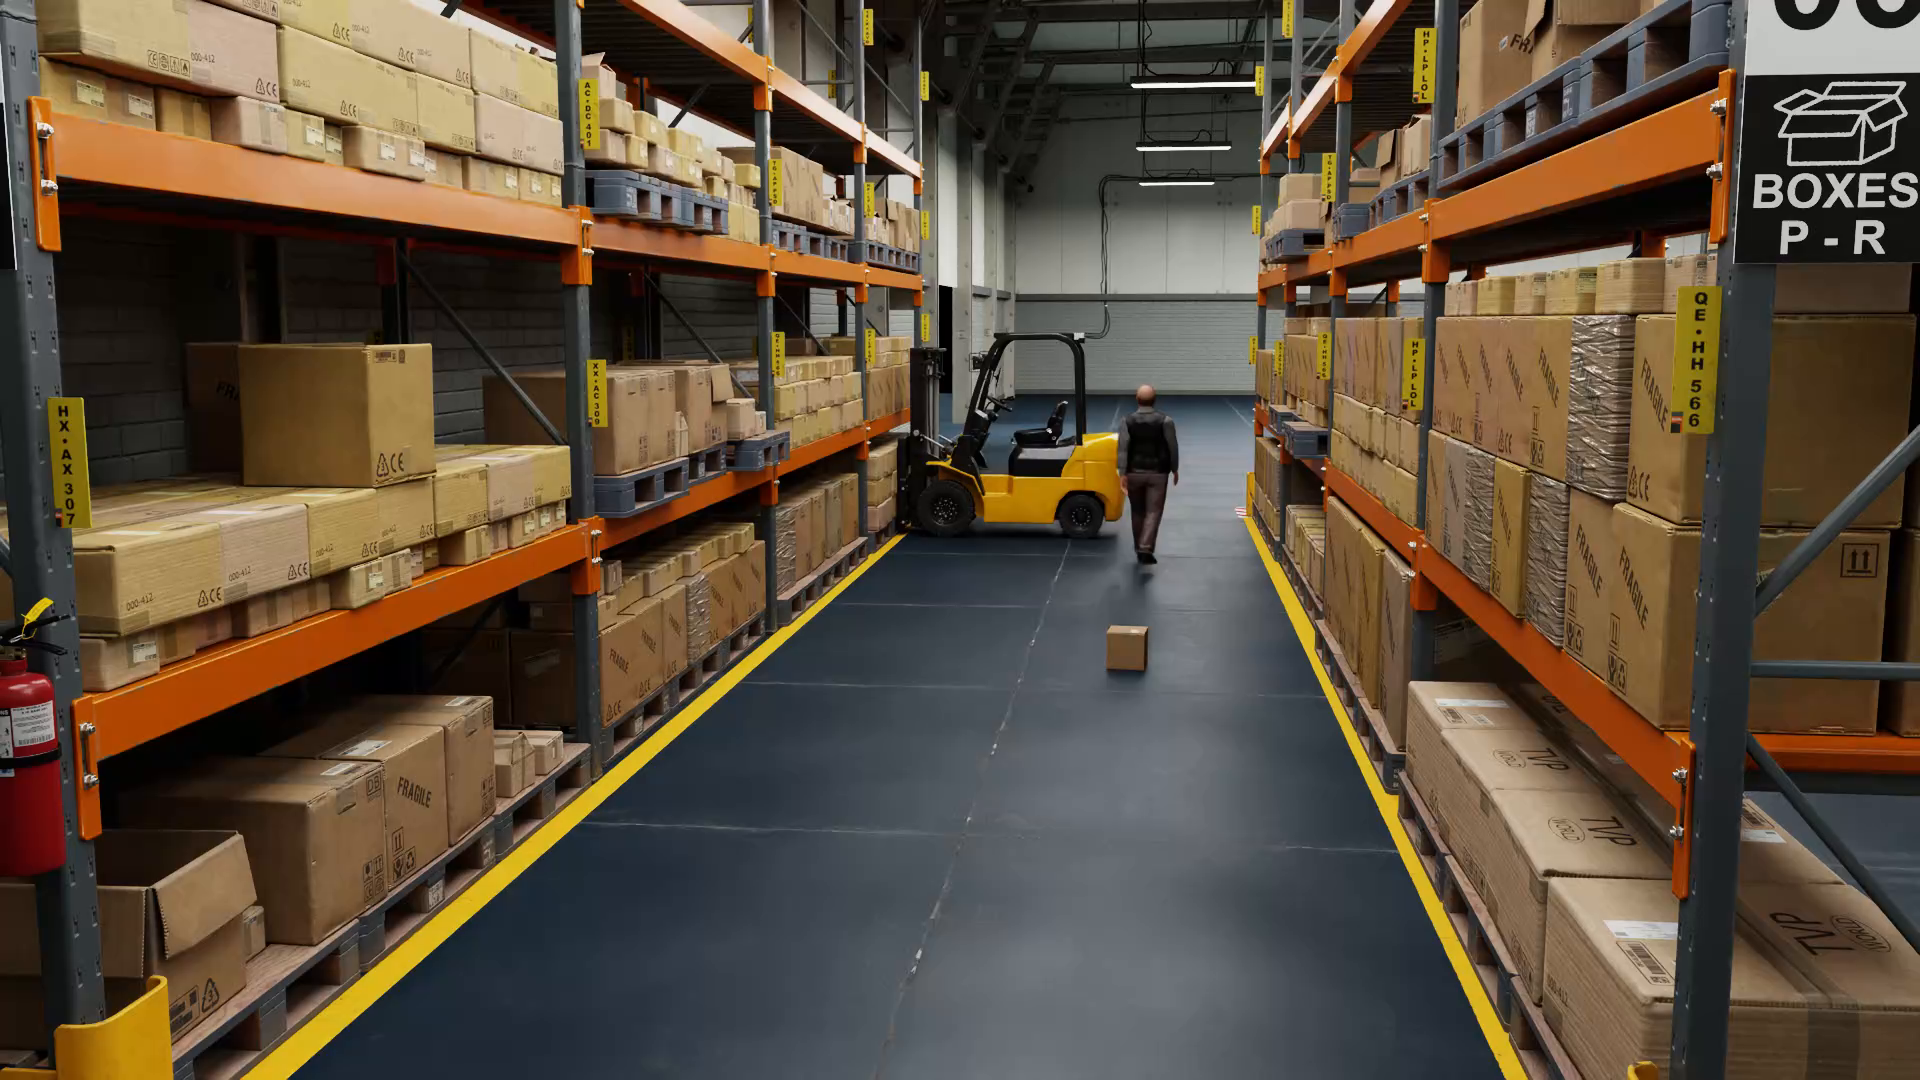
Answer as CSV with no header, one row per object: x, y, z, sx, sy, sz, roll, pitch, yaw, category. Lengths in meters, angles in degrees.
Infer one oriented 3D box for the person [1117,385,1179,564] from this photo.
1.753,-0.601,15.446,0.547,1.685,0.993,2,8,16,person
